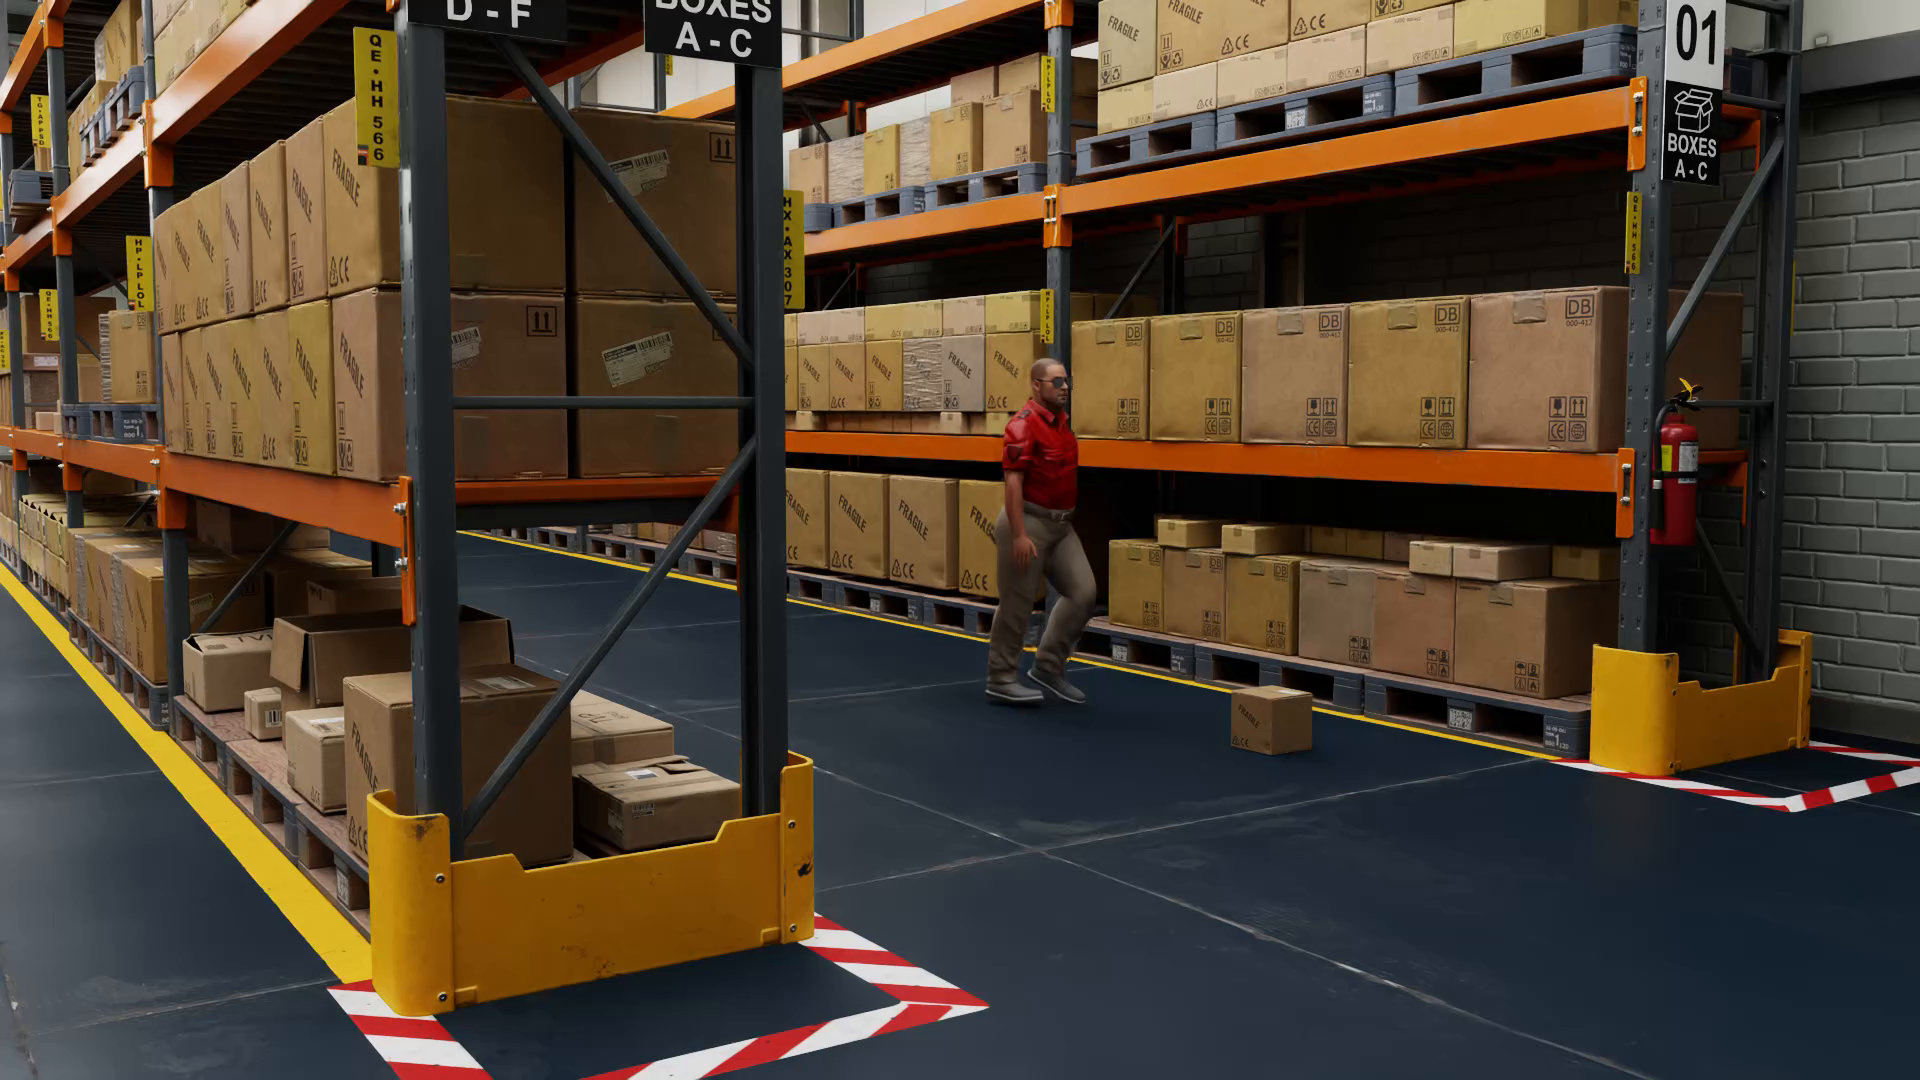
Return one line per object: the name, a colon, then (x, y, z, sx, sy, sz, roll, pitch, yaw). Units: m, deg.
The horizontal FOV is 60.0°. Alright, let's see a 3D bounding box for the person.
person: (0.364, -0.025, 8.237, 0.528, 1.736, 0.570, 3, 6, 36)
